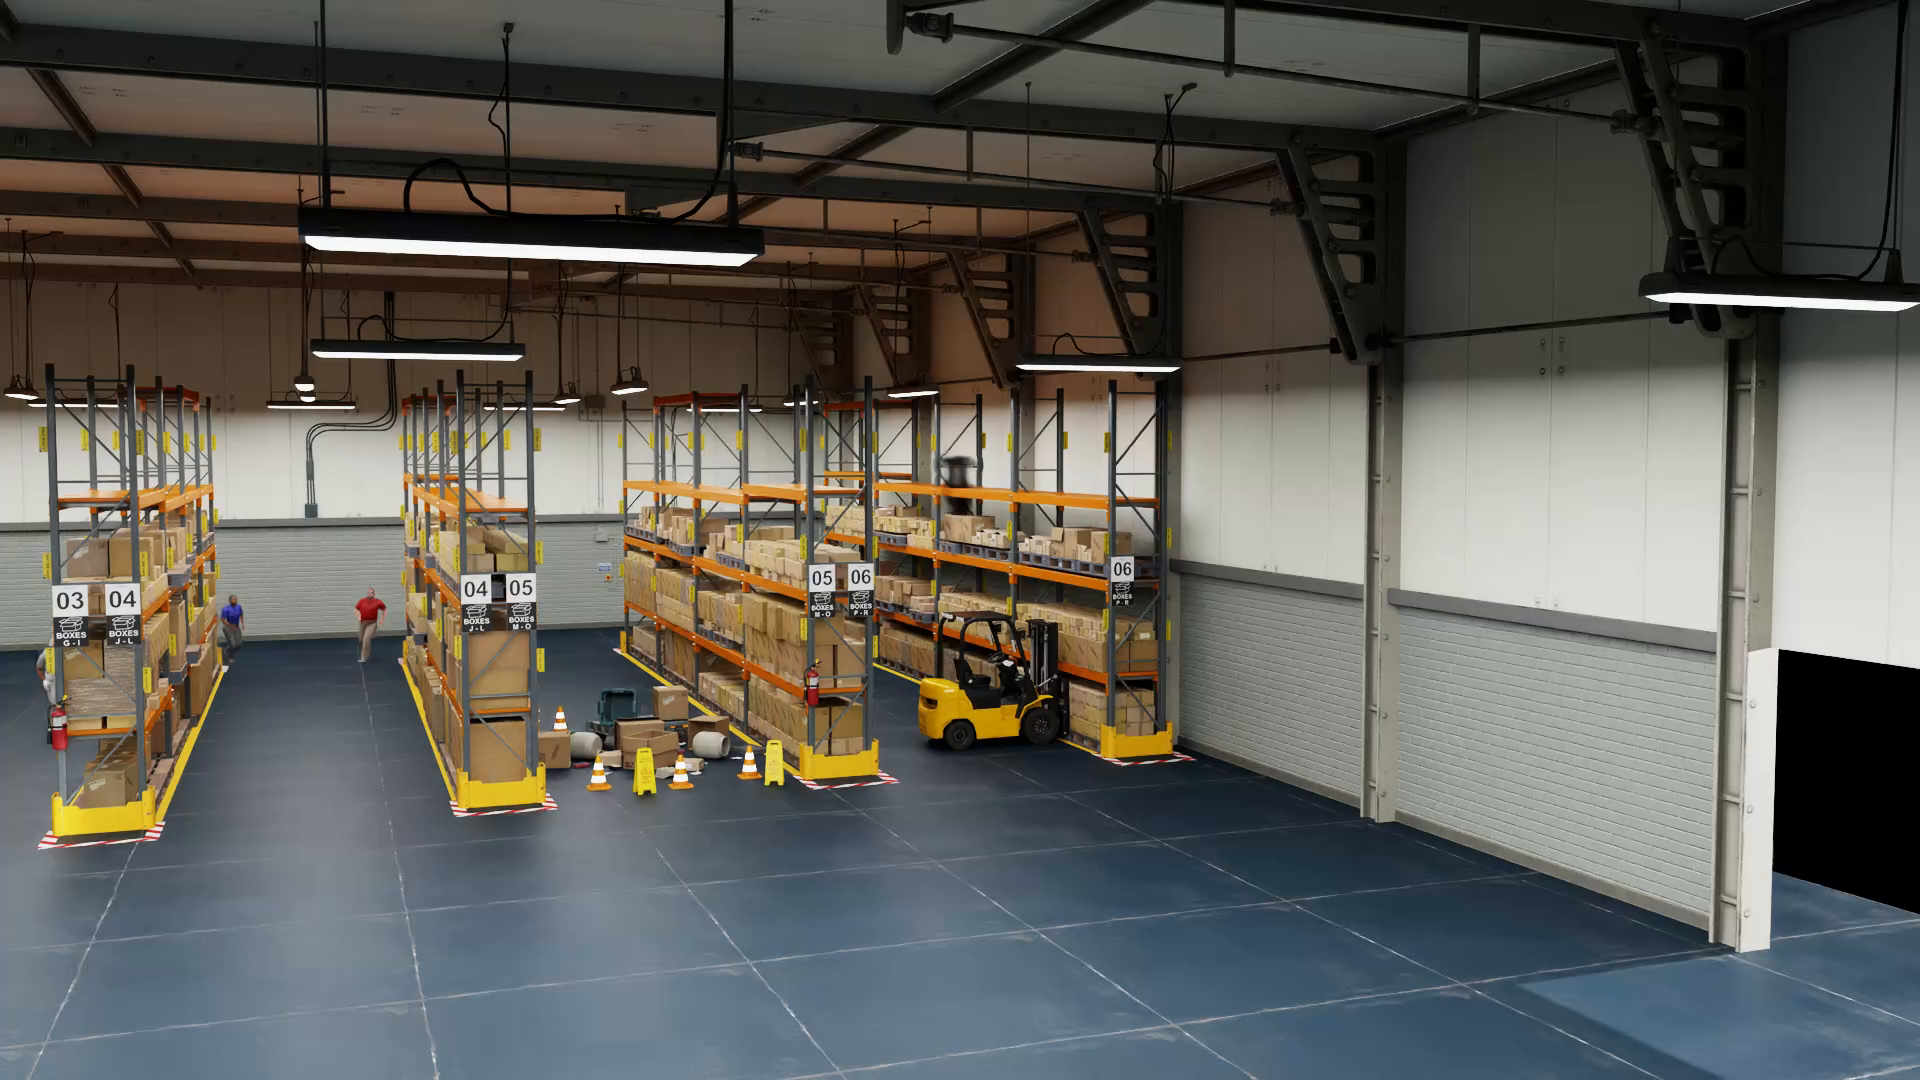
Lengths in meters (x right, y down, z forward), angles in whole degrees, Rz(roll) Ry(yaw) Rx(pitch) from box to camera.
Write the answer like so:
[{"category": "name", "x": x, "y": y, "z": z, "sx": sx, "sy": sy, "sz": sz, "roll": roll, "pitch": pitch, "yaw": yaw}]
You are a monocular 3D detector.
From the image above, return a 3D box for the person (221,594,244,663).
[{"category": "person", "x": -16.486, "y": 2.012, "z": 37.740, "sx": 0.591, "sy": 1.565, "sz": 0.594, "roll": 3, "pitch": 4, "yaw": 37}]

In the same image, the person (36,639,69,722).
[{"category": "person", "x": -15.755, "y": 2.462, "z": 29.001, "sx": 0.914, "sy": 1.577, "sz": 0.656, "roll": 3, "pitch": 5, "yaw": 44}]

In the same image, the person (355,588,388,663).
[{"category": "person", "x": -13.456, "y": 1.934, "z": 37.945, "sx": 0.695, "sy": 1.692, "sz": 0.891, "roll": 0, "pitch": 3, "yaw": 2}]
